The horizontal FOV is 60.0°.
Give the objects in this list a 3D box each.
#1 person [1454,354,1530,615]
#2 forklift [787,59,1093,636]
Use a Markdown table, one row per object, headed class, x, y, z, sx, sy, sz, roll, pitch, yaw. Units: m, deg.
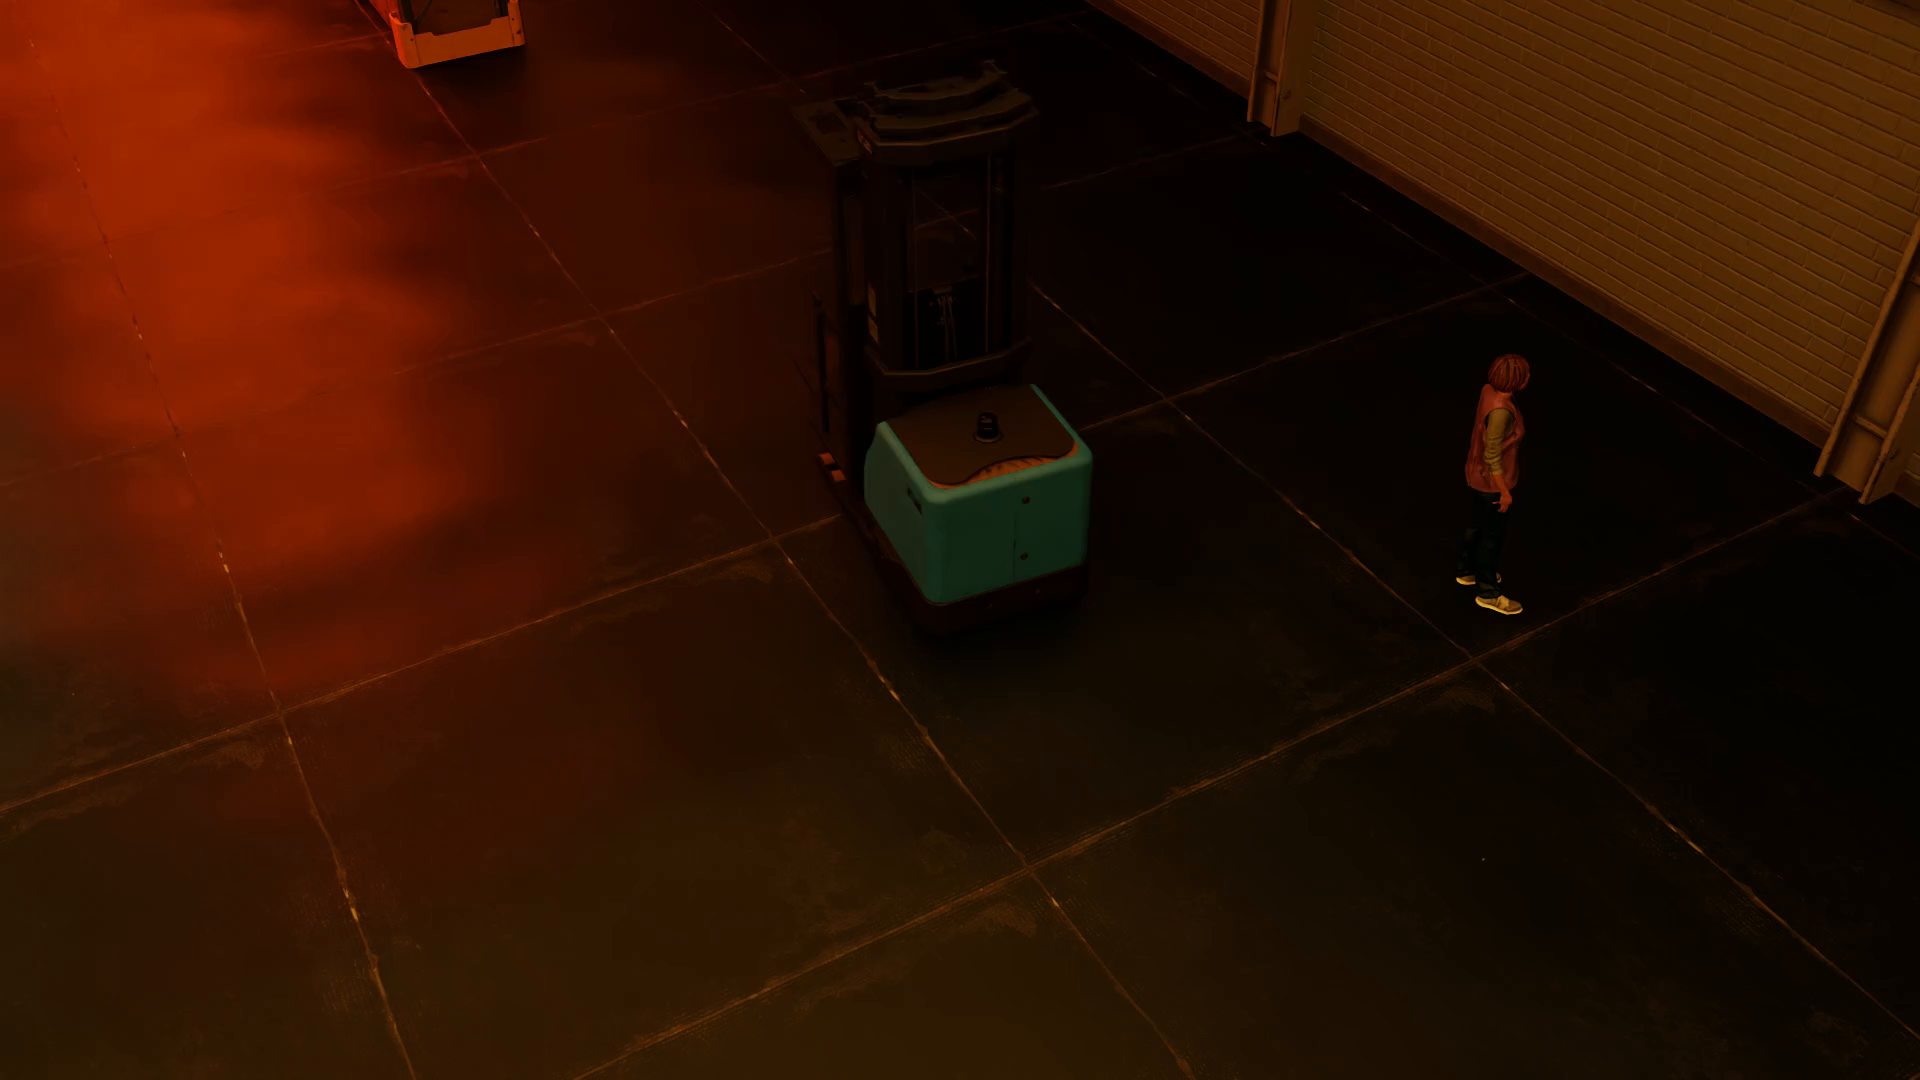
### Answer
| class | x | y | z | sx | sy | sz | roll | pitch | yaw |
| --- | --- | --- | --- | --- | --- | --- | --- | --- | --- |
| person | 3.112 | -0.344 | 9.489 | 0.474 | 1.593 | 0.520 | 6 | 40 | 7 |
| forklift | -0.295 | -1.518 | 9.866 | 1.130 | 2.935 | 3.031 | -16 | 42 | -18 |
